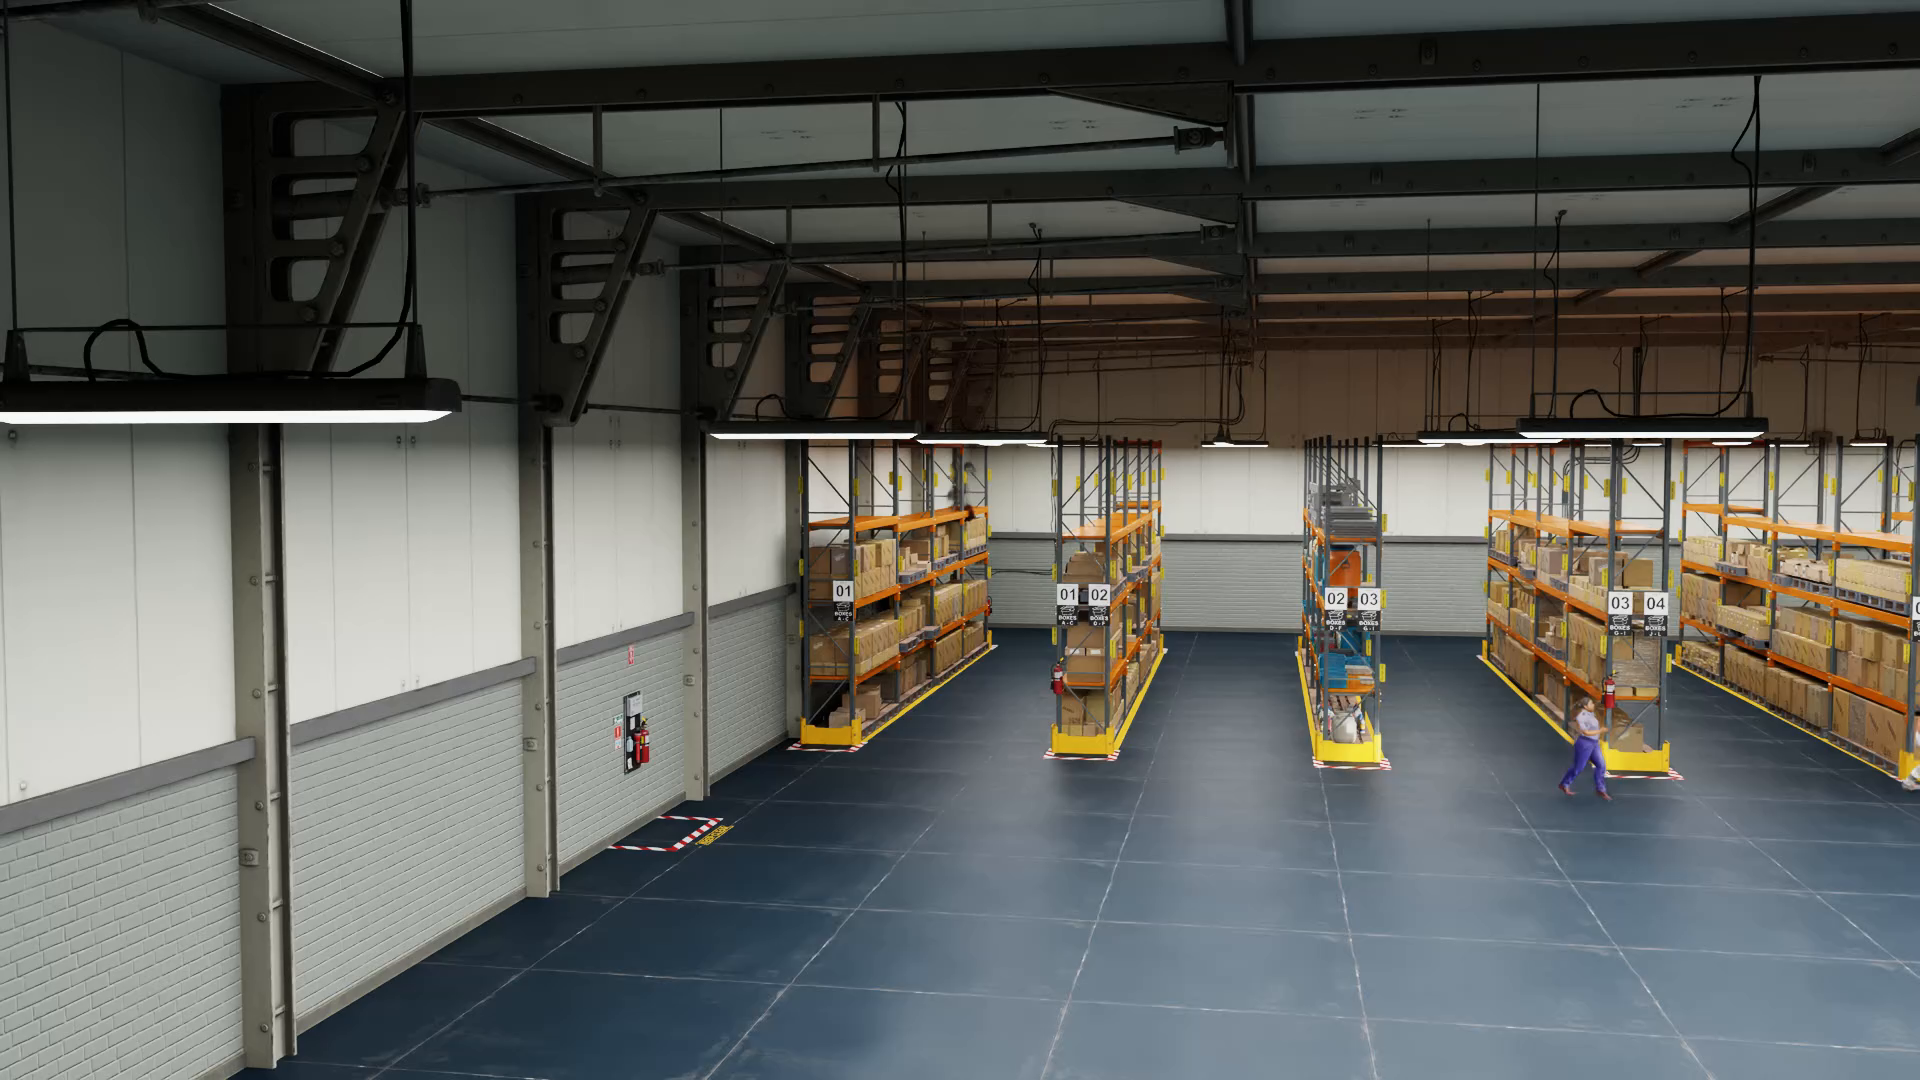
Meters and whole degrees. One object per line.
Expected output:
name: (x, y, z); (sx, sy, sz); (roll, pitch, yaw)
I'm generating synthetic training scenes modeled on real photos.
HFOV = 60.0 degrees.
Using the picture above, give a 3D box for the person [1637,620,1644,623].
person: (18.362, 2.437, 44.826); (0.703, 1.736, 0.693); (2, 3, 27)

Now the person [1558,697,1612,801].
person: (10.250, 3.416, 27.251); (0.815, 1.694, 0.577); (3, 4, 40)

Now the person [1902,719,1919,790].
person: (16.145, 3.423, 27.517); (0.712, 1.662, 1.026); (-2, 3, -28)
